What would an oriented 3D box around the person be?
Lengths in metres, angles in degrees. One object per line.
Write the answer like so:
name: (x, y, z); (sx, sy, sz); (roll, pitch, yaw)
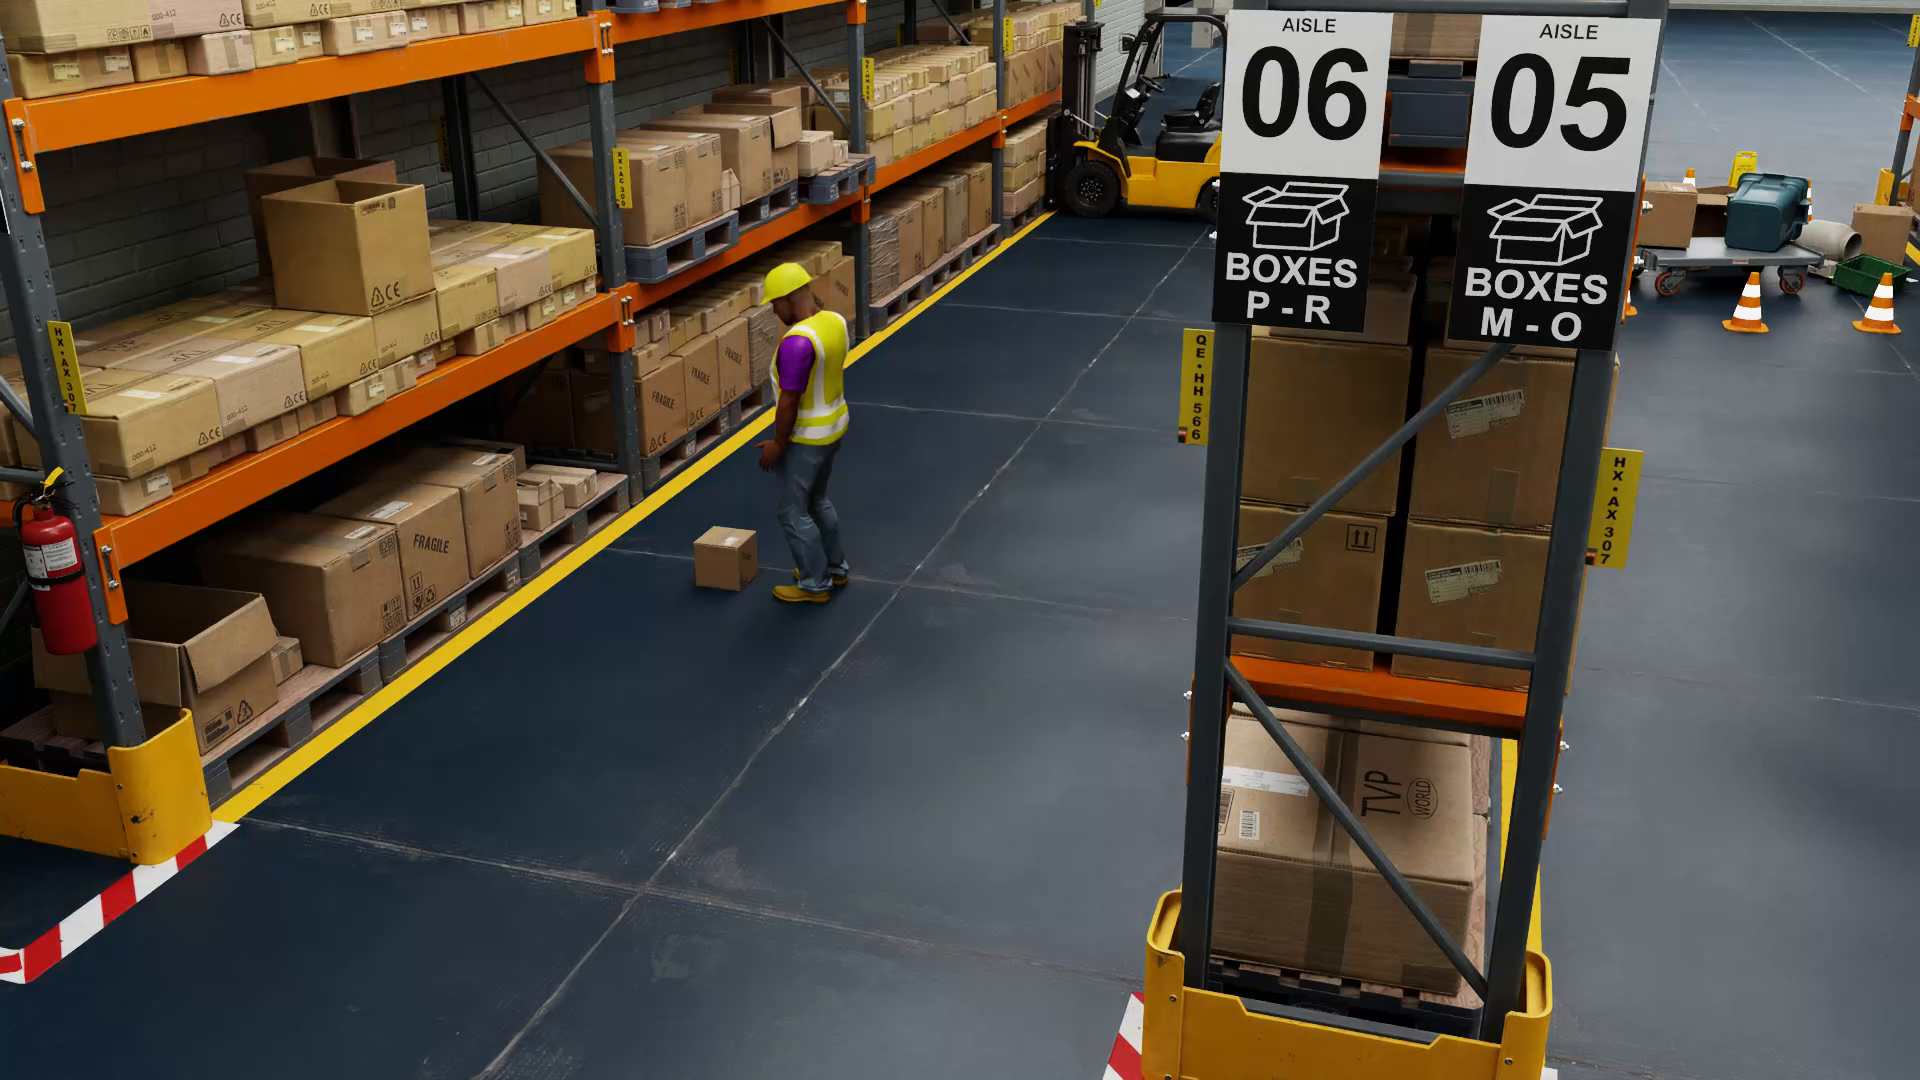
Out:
person: (-0.795, -0.528, 8.423); (0.422, 1.733, 0.584); (7, 23, 17)
